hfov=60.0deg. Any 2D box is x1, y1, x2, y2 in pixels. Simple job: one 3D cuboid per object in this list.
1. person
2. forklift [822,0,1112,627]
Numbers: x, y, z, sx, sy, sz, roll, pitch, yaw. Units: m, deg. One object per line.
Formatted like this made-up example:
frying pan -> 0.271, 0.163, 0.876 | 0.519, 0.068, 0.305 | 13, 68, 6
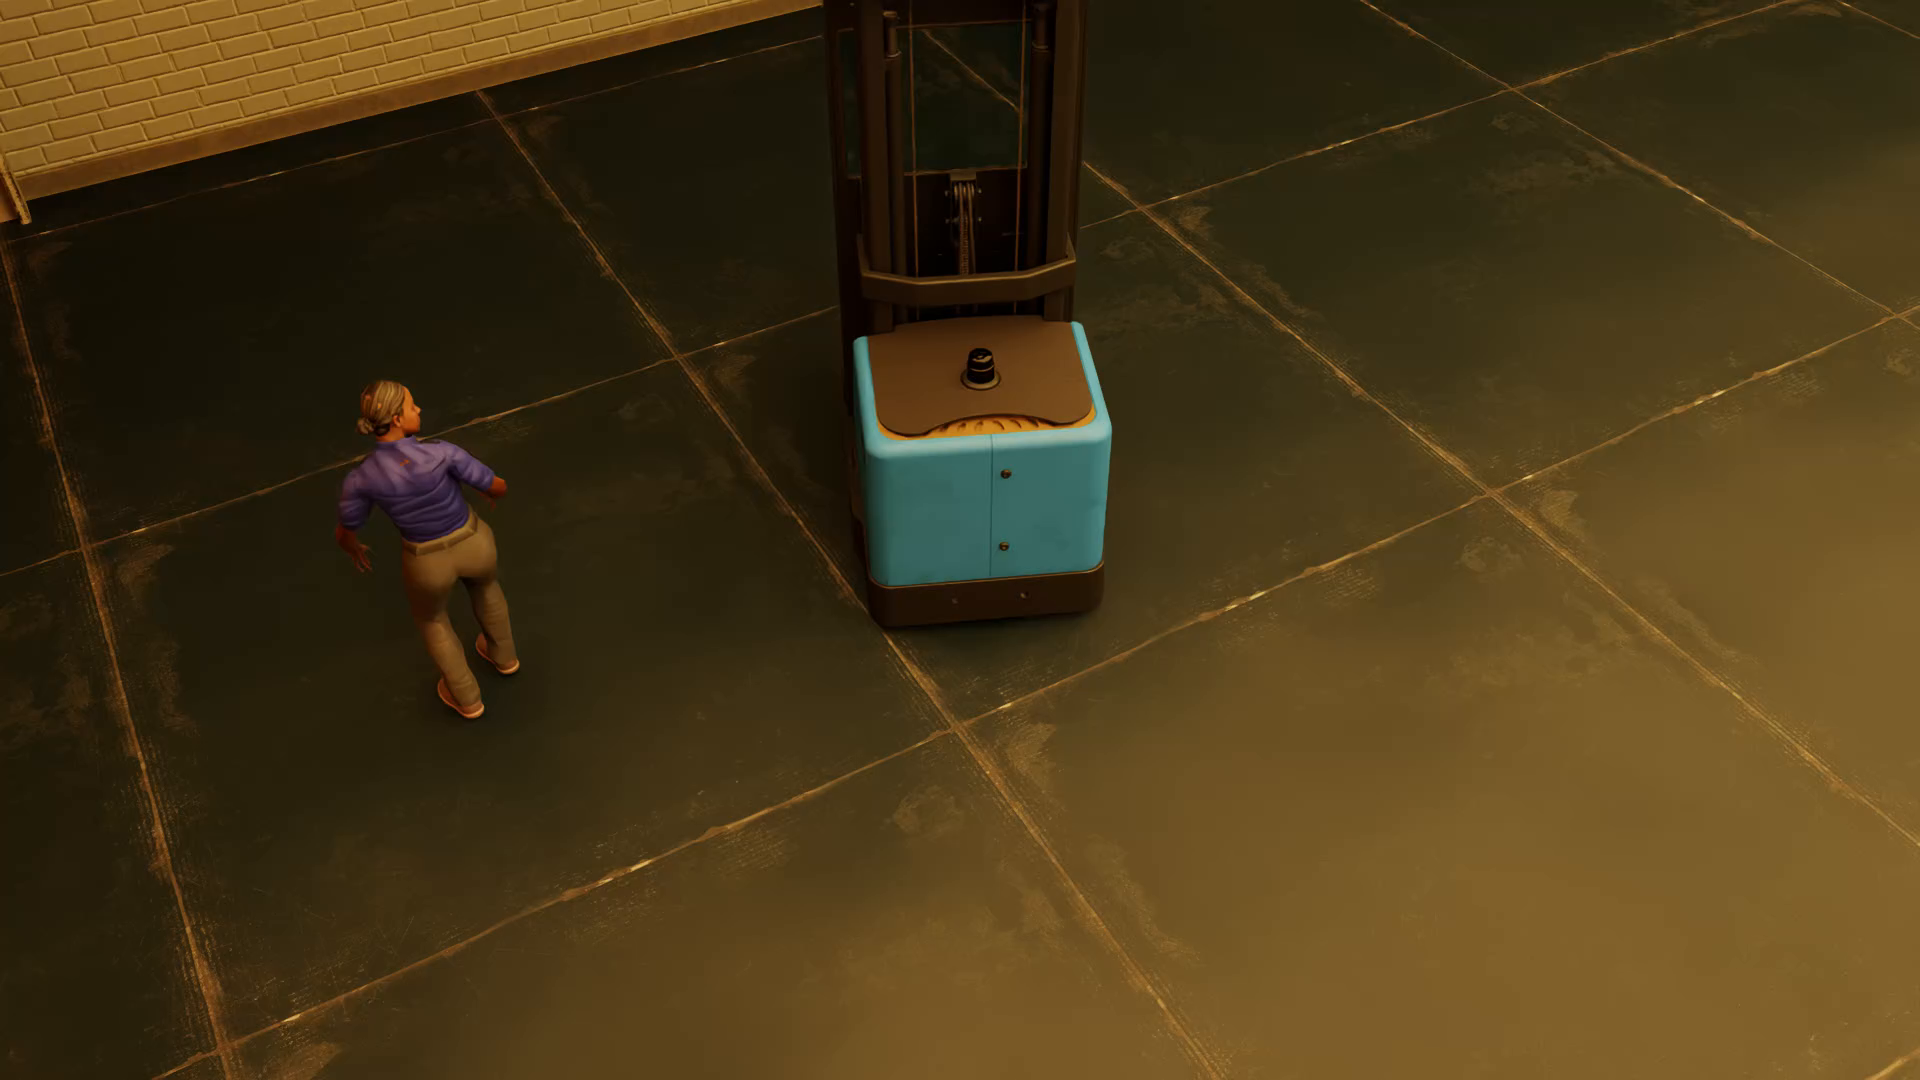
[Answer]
person -> -2.114, 0.026, 6.648 | 0.655, 1.621, 0.463 | -19, 46, -20
forklift -> -0.044, -1.695, 7.525 | 1.130, 2.935, 3.031 | -5, 43, -5
